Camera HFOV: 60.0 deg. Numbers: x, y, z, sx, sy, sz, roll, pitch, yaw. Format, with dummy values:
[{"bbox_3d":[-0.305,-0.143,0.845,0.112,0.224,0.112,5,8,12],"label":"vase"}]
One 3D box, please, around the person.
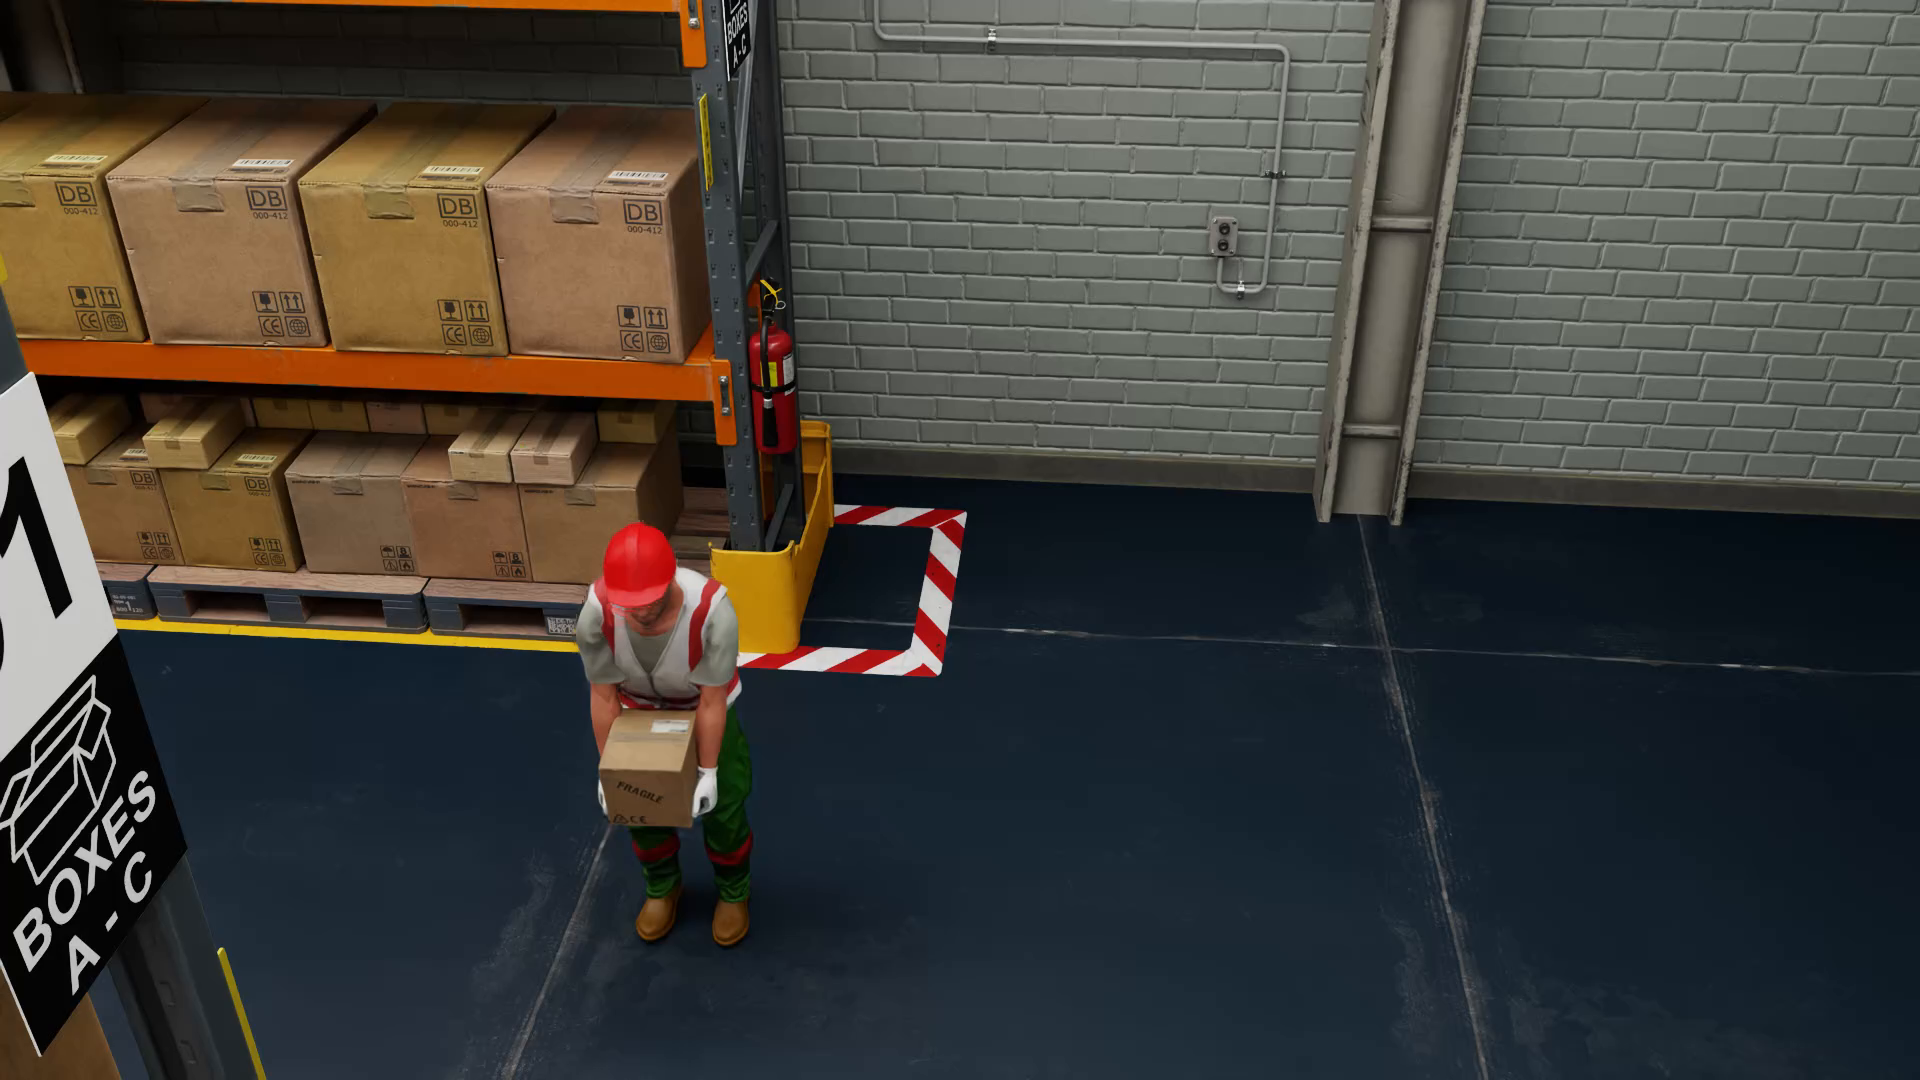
[{"bbox_3d":[-0.900,0.615,5.197,0.491,1.702,0.637,2,32,3],"label":"person"}]
